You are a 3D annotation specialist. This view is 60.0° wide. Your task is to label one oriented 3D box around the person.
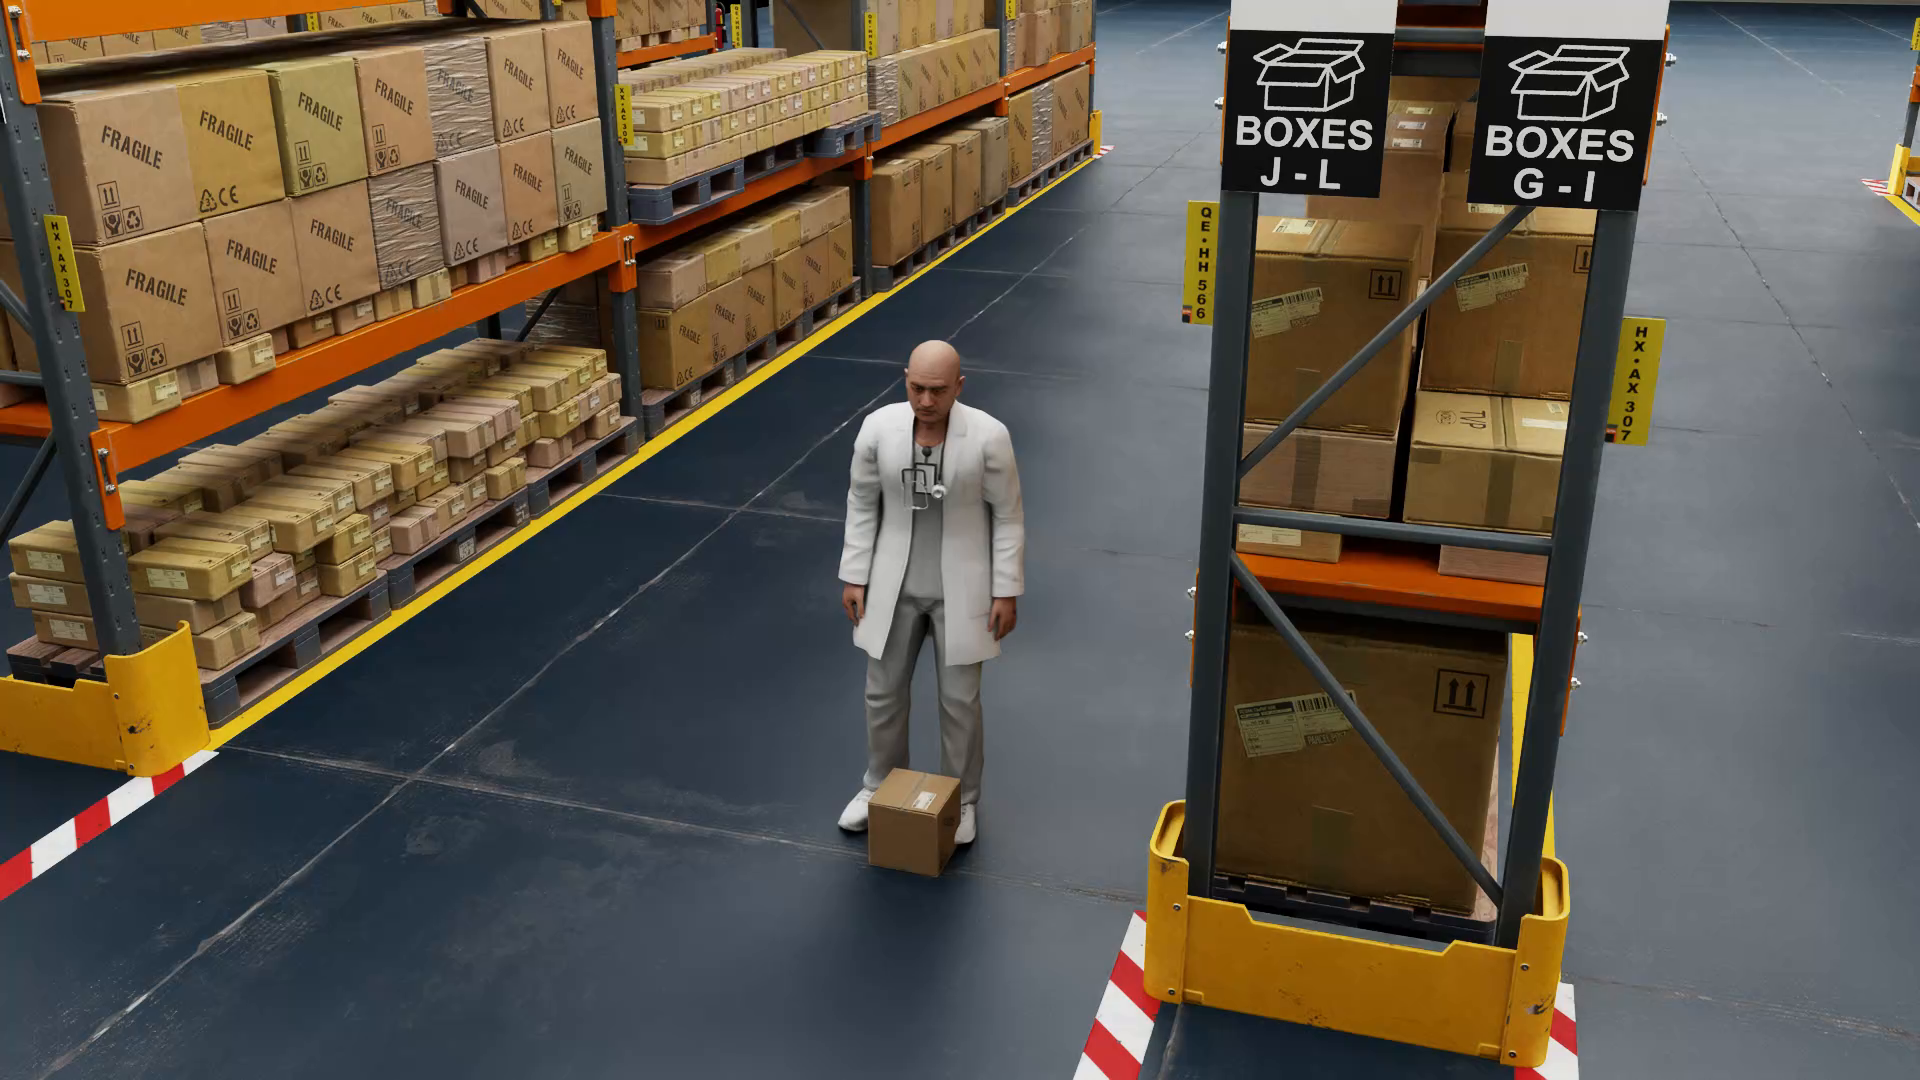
[{"bbox_3d":[-0.099,0.173,5.674,0.649,1.772,0.433,5,22,11],"label":"person"}]
